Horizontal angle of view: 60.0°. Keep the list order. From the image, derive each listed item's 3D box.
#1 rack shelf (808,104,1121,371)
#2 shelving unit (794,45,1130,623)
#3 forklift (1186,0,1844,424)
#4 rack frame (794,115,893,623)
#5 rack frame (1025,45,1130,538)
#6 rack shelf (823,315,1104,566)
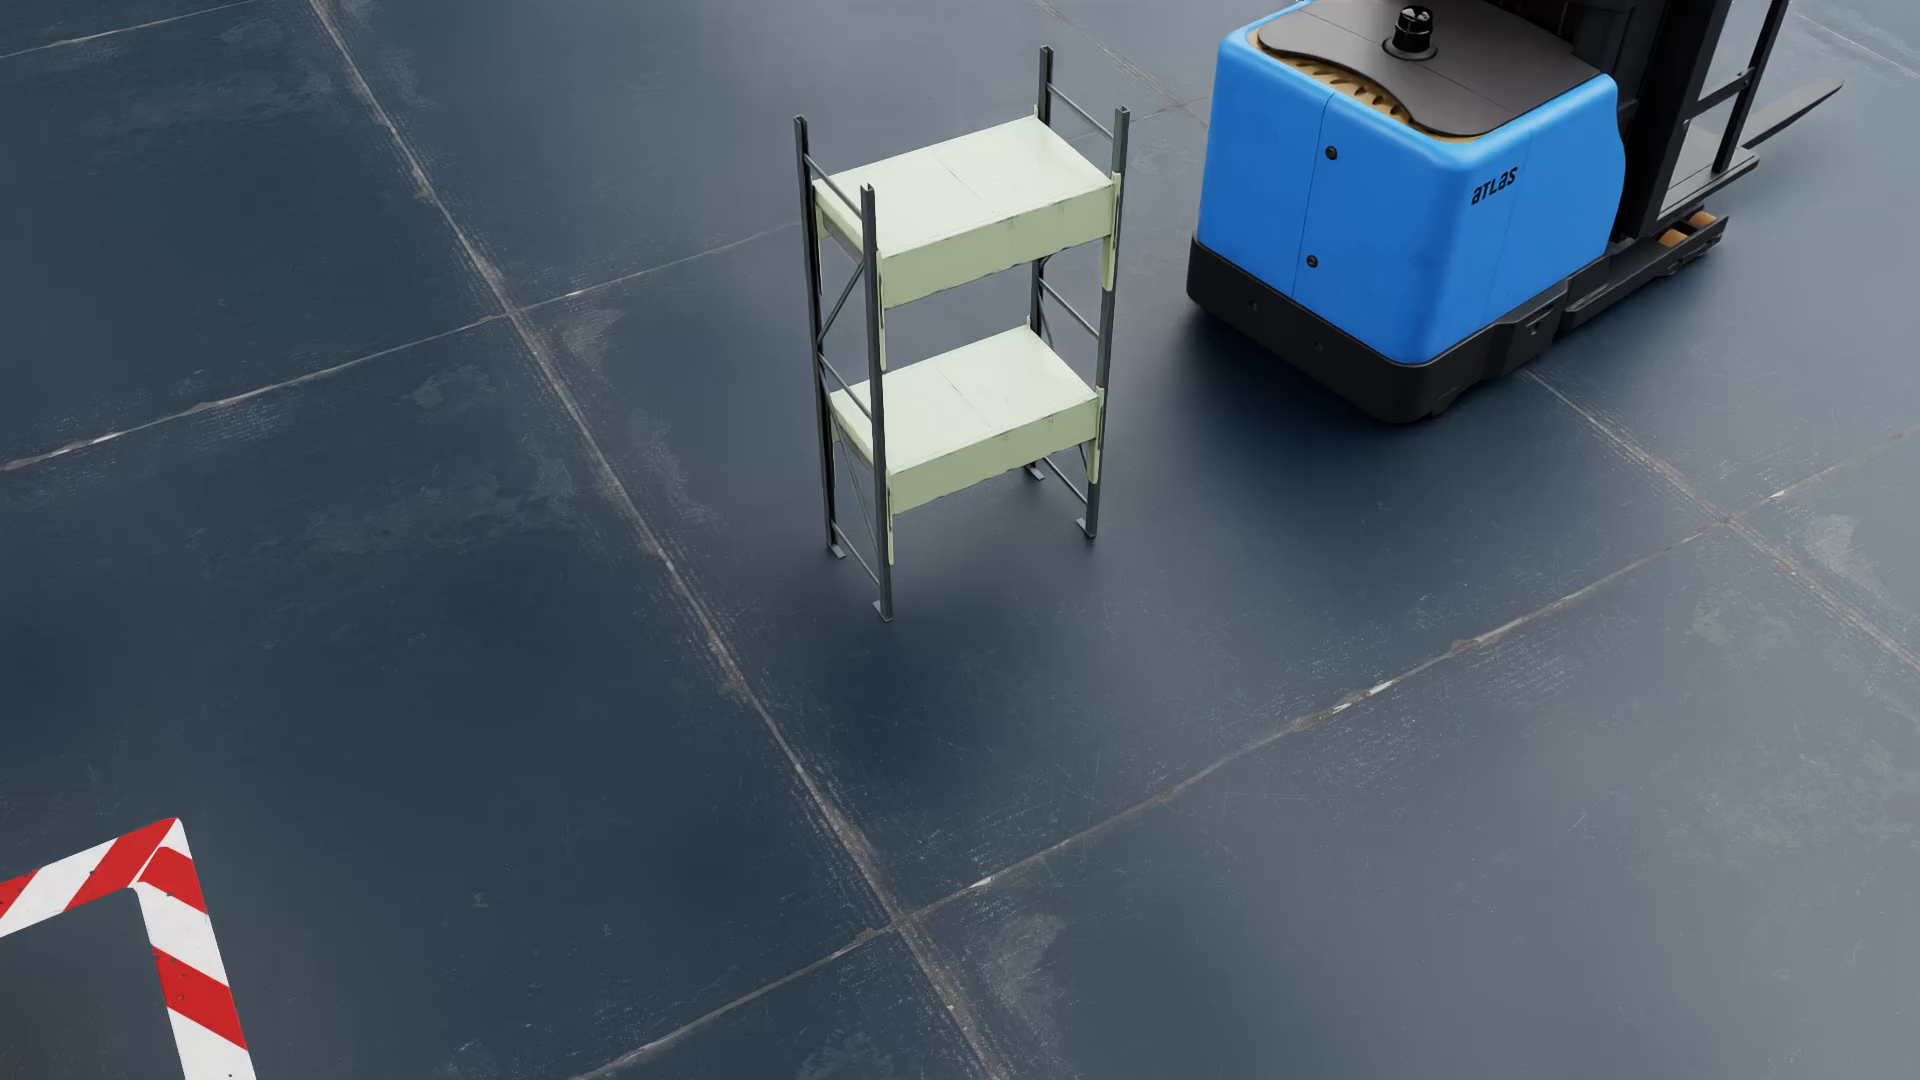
[{"bbox_3d":[0.006,-0.821,4.458,0.720,0.370,0.431,-22,48,-21],"label":"rack shelf"},{"bbox_3d":[0.006,-0.541,4.730,0.755,1.500,0.431,-22,48,-21],"label":"shelving unit"},{"bbox_3d":[2.287,-2.309,5.525,3.031,2.935,1.130,-30,51,-27],"label":"forklift"},{"bbox_3d":[-0.312,-0.414,4.599,0.023,1.500,0.400,-22,48,-21],"label":"rack frame"},{"bbox_3d":[0.323,-0.668,4.861,0.023,1.500,0.400,-22,48,-21],"label":"rack frame"},{"bbox_3d":[0.006,-0.307,4.957,0.720,0.370,0.431,-22,48,-21],"label":"rack shelf"}]
